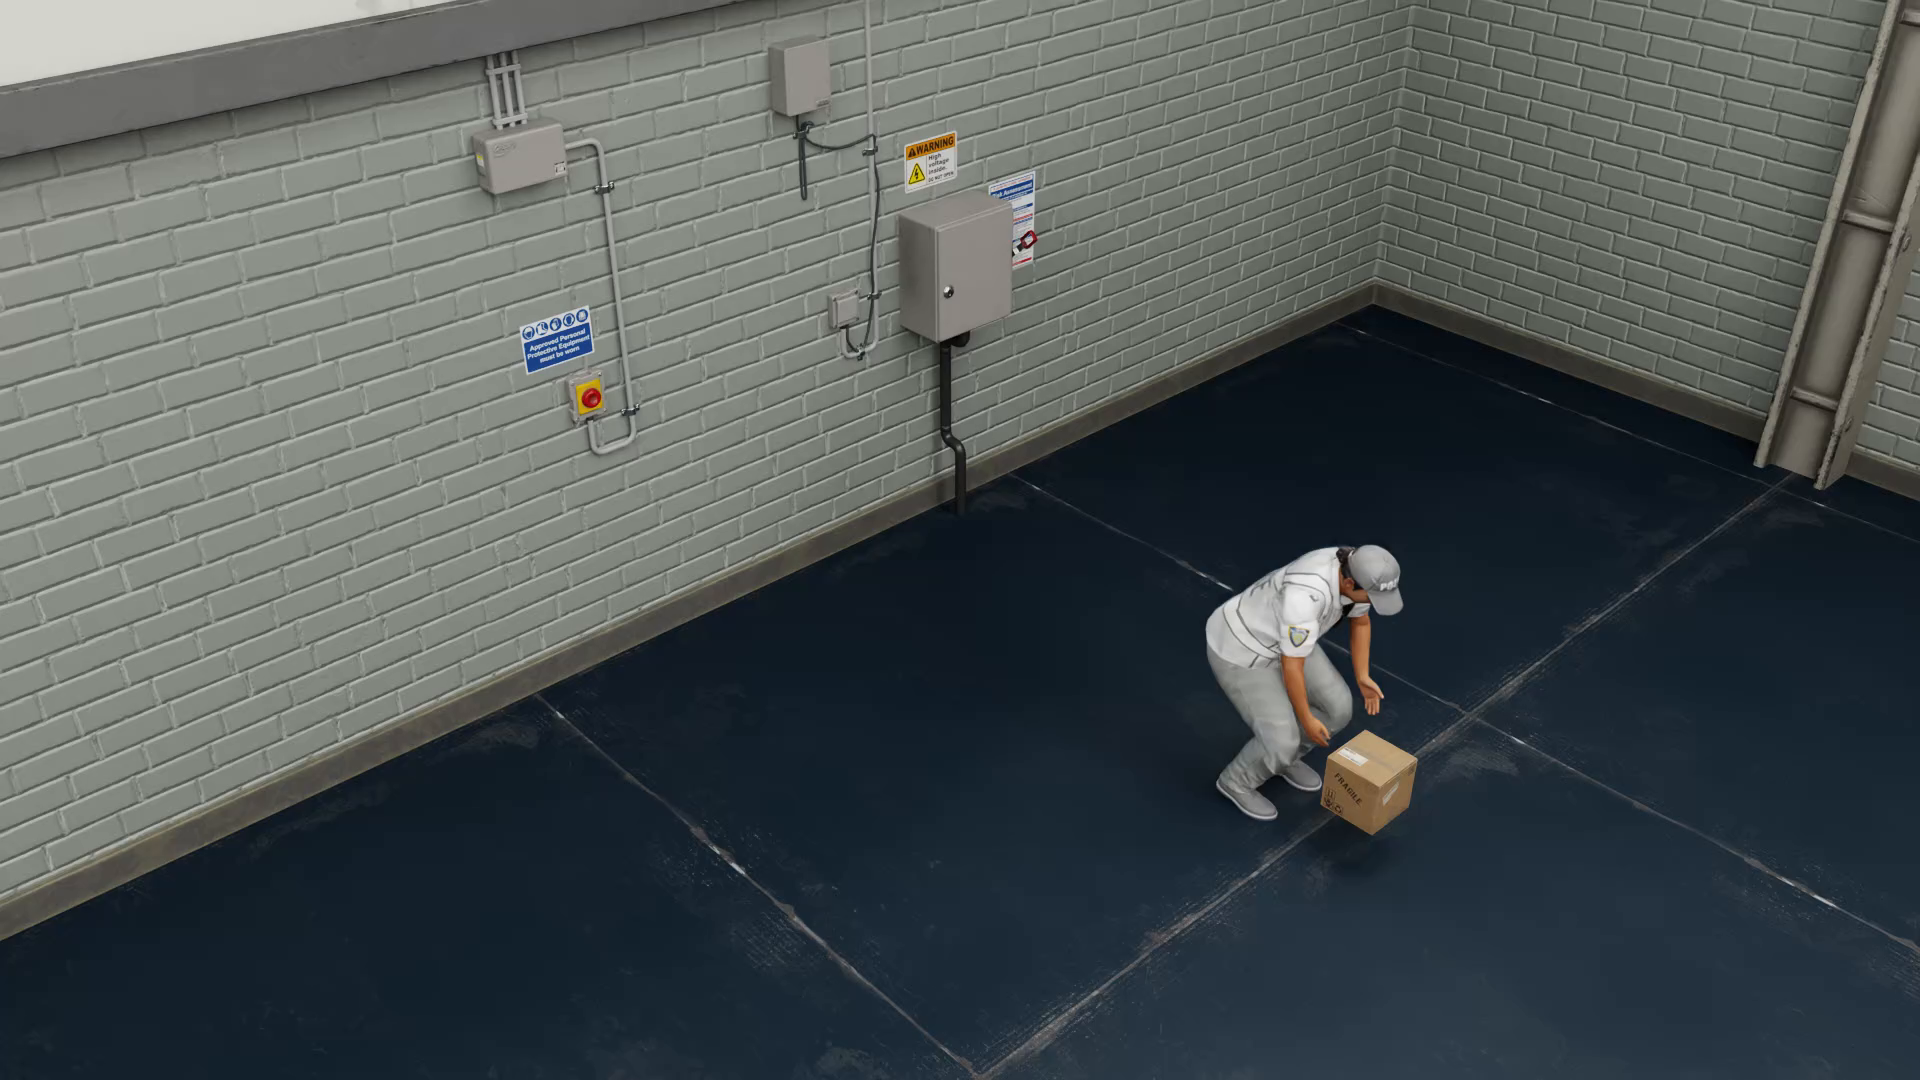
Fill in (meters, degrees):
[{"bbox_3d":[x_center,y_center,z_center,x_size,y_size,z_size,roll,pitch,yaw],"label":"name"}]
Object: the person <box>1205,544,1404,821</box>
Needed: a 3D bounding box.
[{"bbox_3d":[1.367,0.500,6.663,0.538,1.324,0.758,-26,40,-35],"label":"person"}]
